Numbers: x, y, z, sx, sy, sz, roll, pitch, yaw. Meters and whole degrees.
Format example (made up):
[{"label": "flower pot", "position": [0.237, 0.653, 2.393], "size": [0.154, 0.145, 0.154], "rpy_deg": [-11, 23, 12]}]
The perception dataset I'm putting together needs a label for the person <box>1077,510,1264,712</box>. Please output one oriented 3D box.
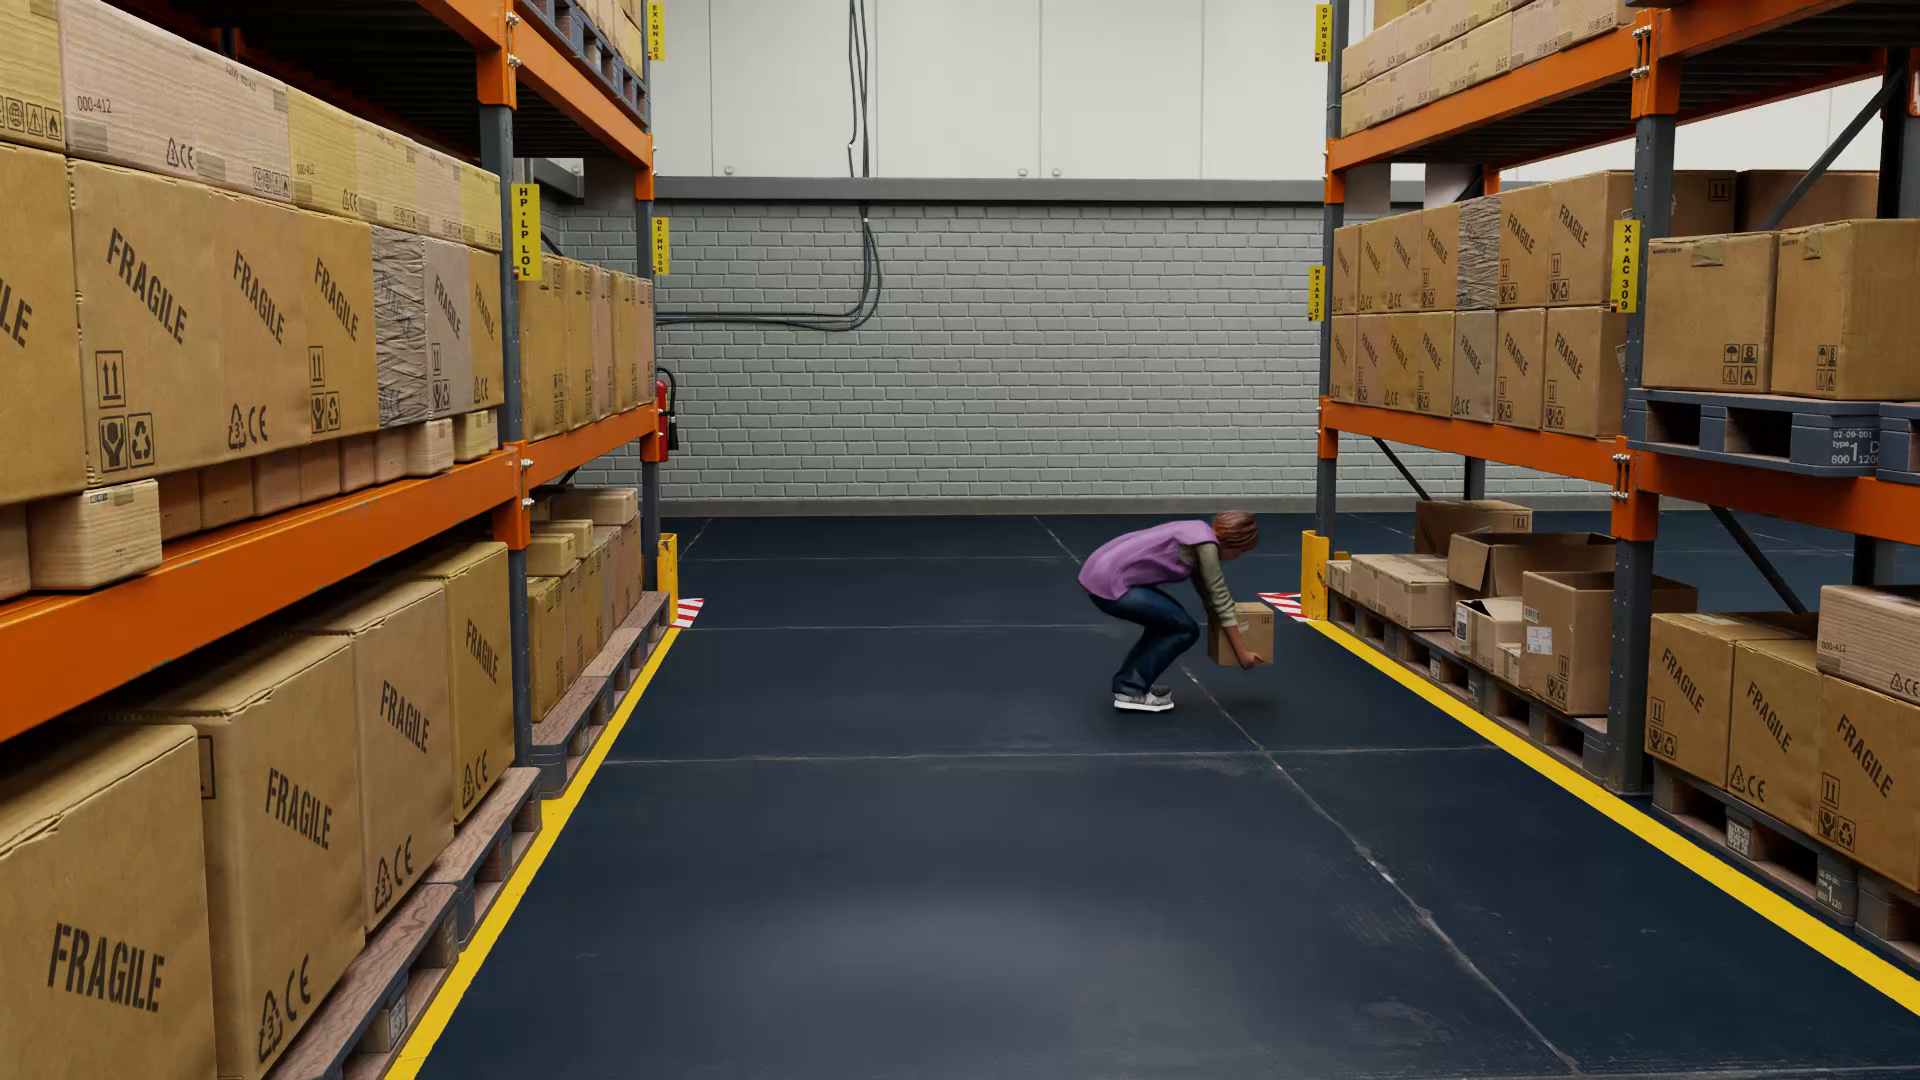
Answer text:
[{"label": "person", "position": [0.954, 0.315, 7.603], "size": [0.840, 0.900, 0.422], "rpy_deg": [-1, 7, -6]}]
